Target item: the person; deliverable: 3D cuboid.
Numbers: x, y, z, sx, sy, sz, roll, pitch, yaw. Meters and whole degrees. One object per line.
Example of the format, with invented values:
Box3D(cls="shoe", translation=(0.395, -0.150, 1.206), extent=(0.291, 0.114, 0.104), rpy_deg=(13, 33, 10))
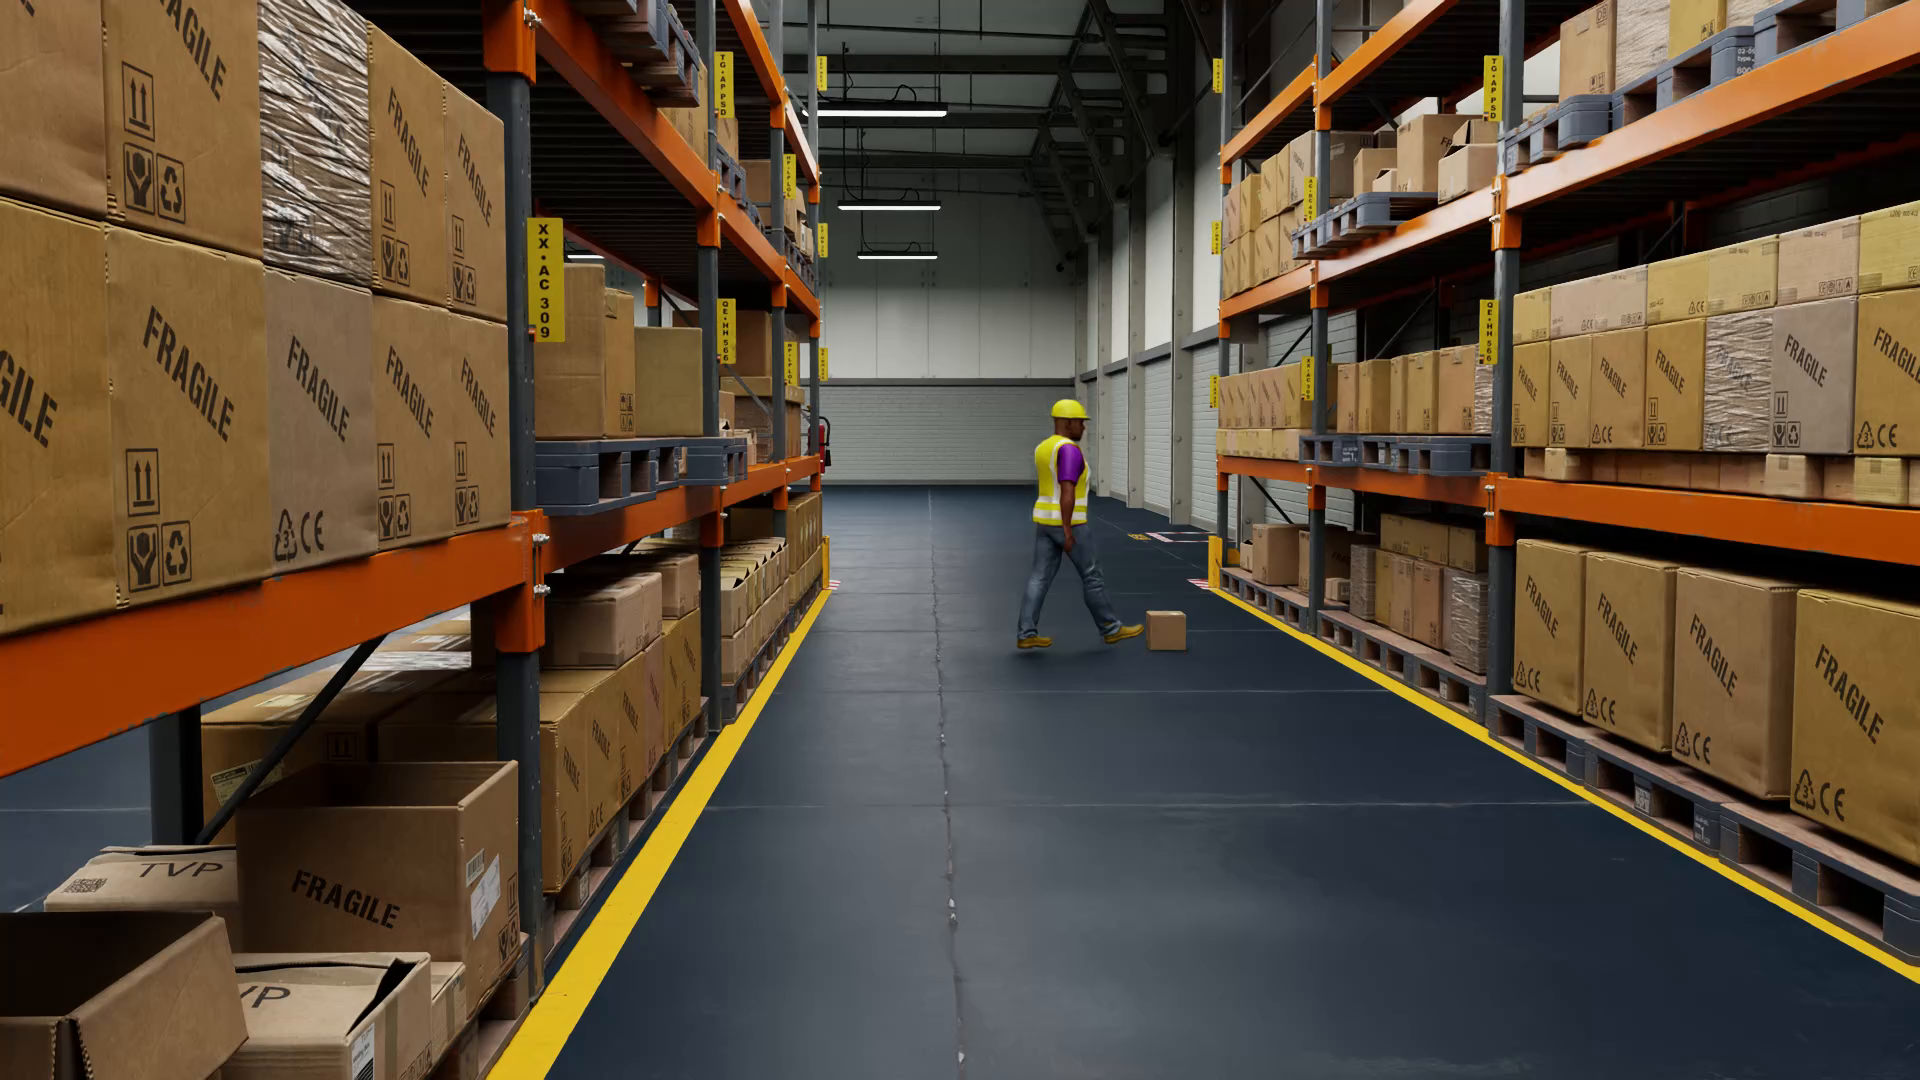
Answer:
Box3D(cls="person", translation=(0.813, -0.121, 11.640), extent=(0.939, 1.725, 0.573), rpy_deg=(-2, 4, -31))
